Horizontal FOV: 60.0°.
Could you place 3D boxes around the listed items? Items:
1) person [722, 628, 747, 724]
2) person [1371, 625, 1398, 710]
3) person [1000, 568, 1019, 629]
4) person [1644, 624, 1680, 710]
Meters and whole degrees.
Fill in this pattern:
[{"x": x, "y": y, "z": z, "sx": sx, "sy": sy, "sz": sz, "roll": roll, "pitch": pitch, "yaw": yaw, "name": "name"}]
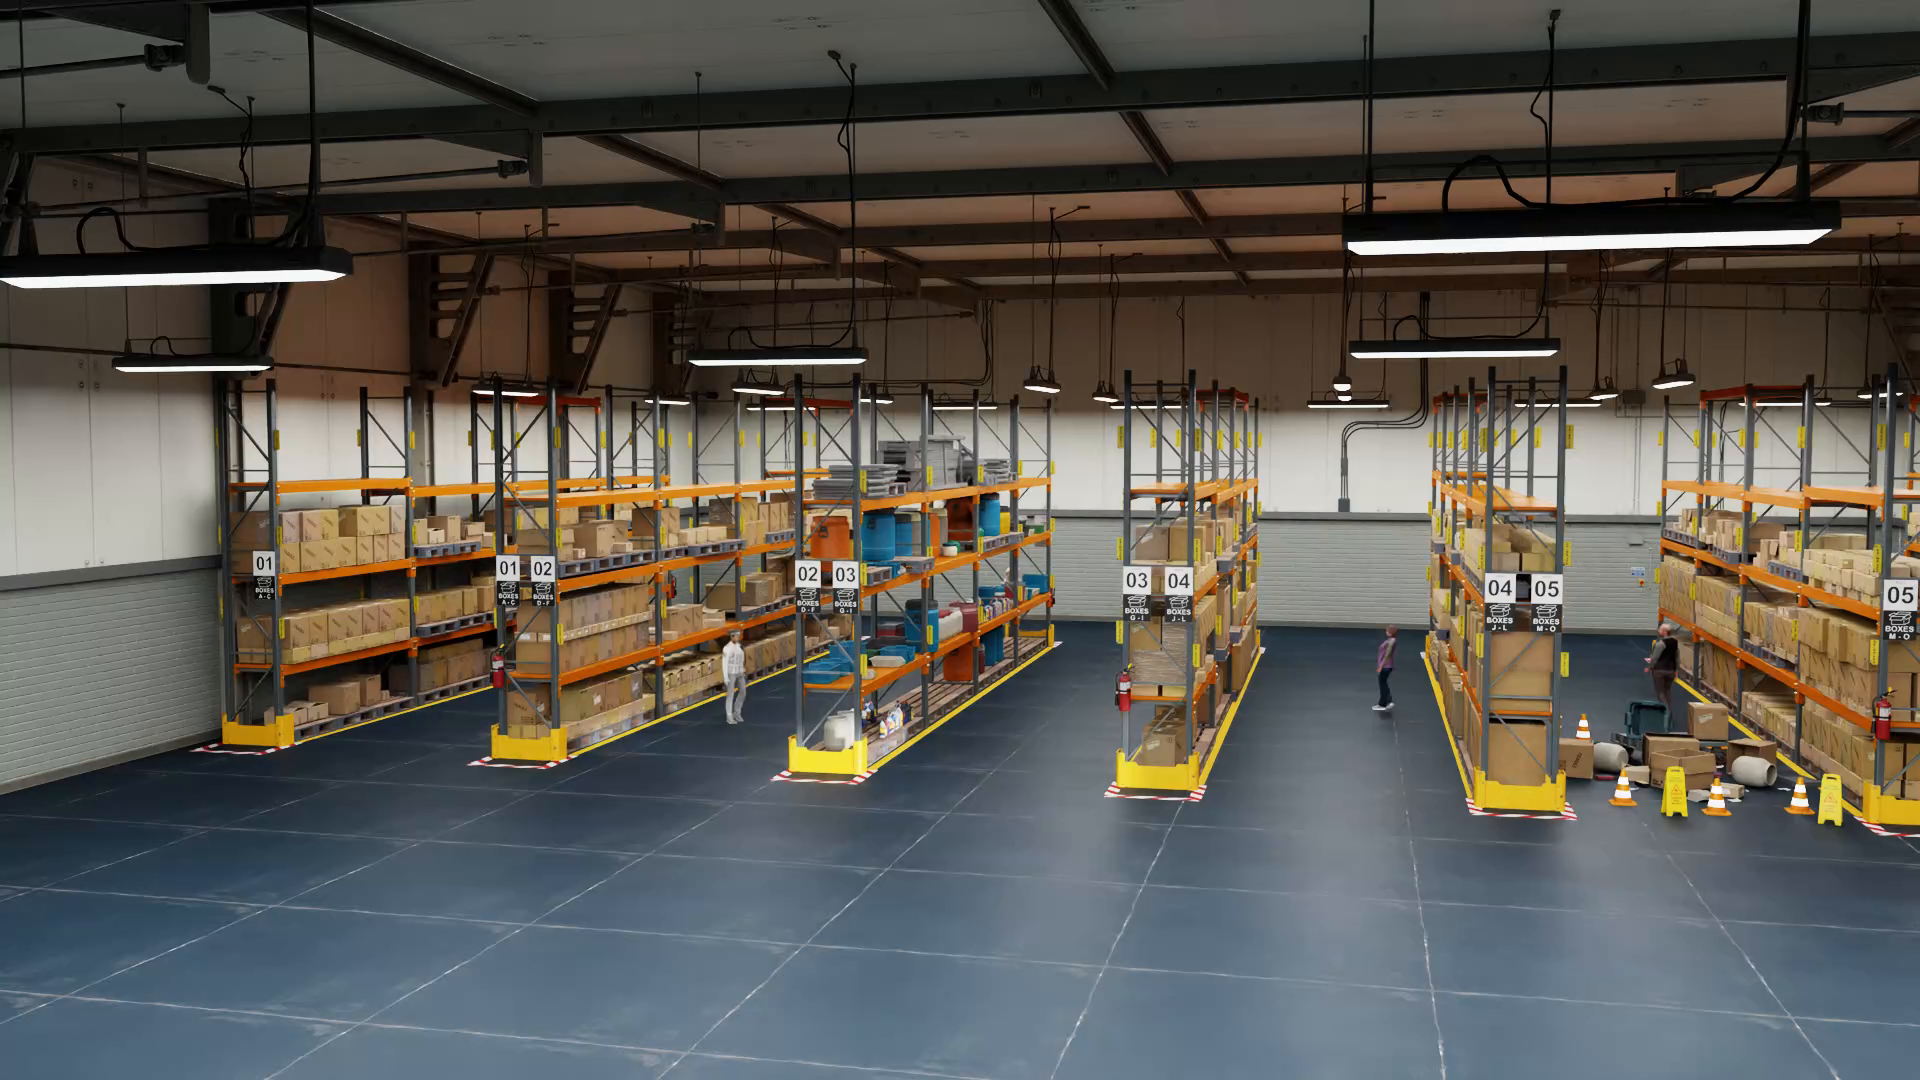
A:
[{"x": -4.010, "y": 2.429, "z": 29.506, "sx": 0.348, "sy": 1.747, "sz": 0.576, "roll": 2, "pitch": 4, "yaw": 32, "name": "person"}, {"x": 7.836, "y": 2.364, "z": 30.698, "sx": 0.466, "sy": 1.603, "sz": 0.488, "roll": 2, "pitch": 4, "yaw": 33, "name": "person"}, {"x": 1.196, "y": 1.582, "z": 41.931, "sx": 0.614, "sy": 1.742, "sz": 0.942, "roll": 2, "pitch": 4, "yaw": 30, "name": "person"}, {"x": 12.503, "y": 2.369, "z": 29.534, "sx": 0.598, "sy": 1.757, "sz": 0.607, "roll": 0, "pitch": 3, "yaw": -2, "name": "person"}]
